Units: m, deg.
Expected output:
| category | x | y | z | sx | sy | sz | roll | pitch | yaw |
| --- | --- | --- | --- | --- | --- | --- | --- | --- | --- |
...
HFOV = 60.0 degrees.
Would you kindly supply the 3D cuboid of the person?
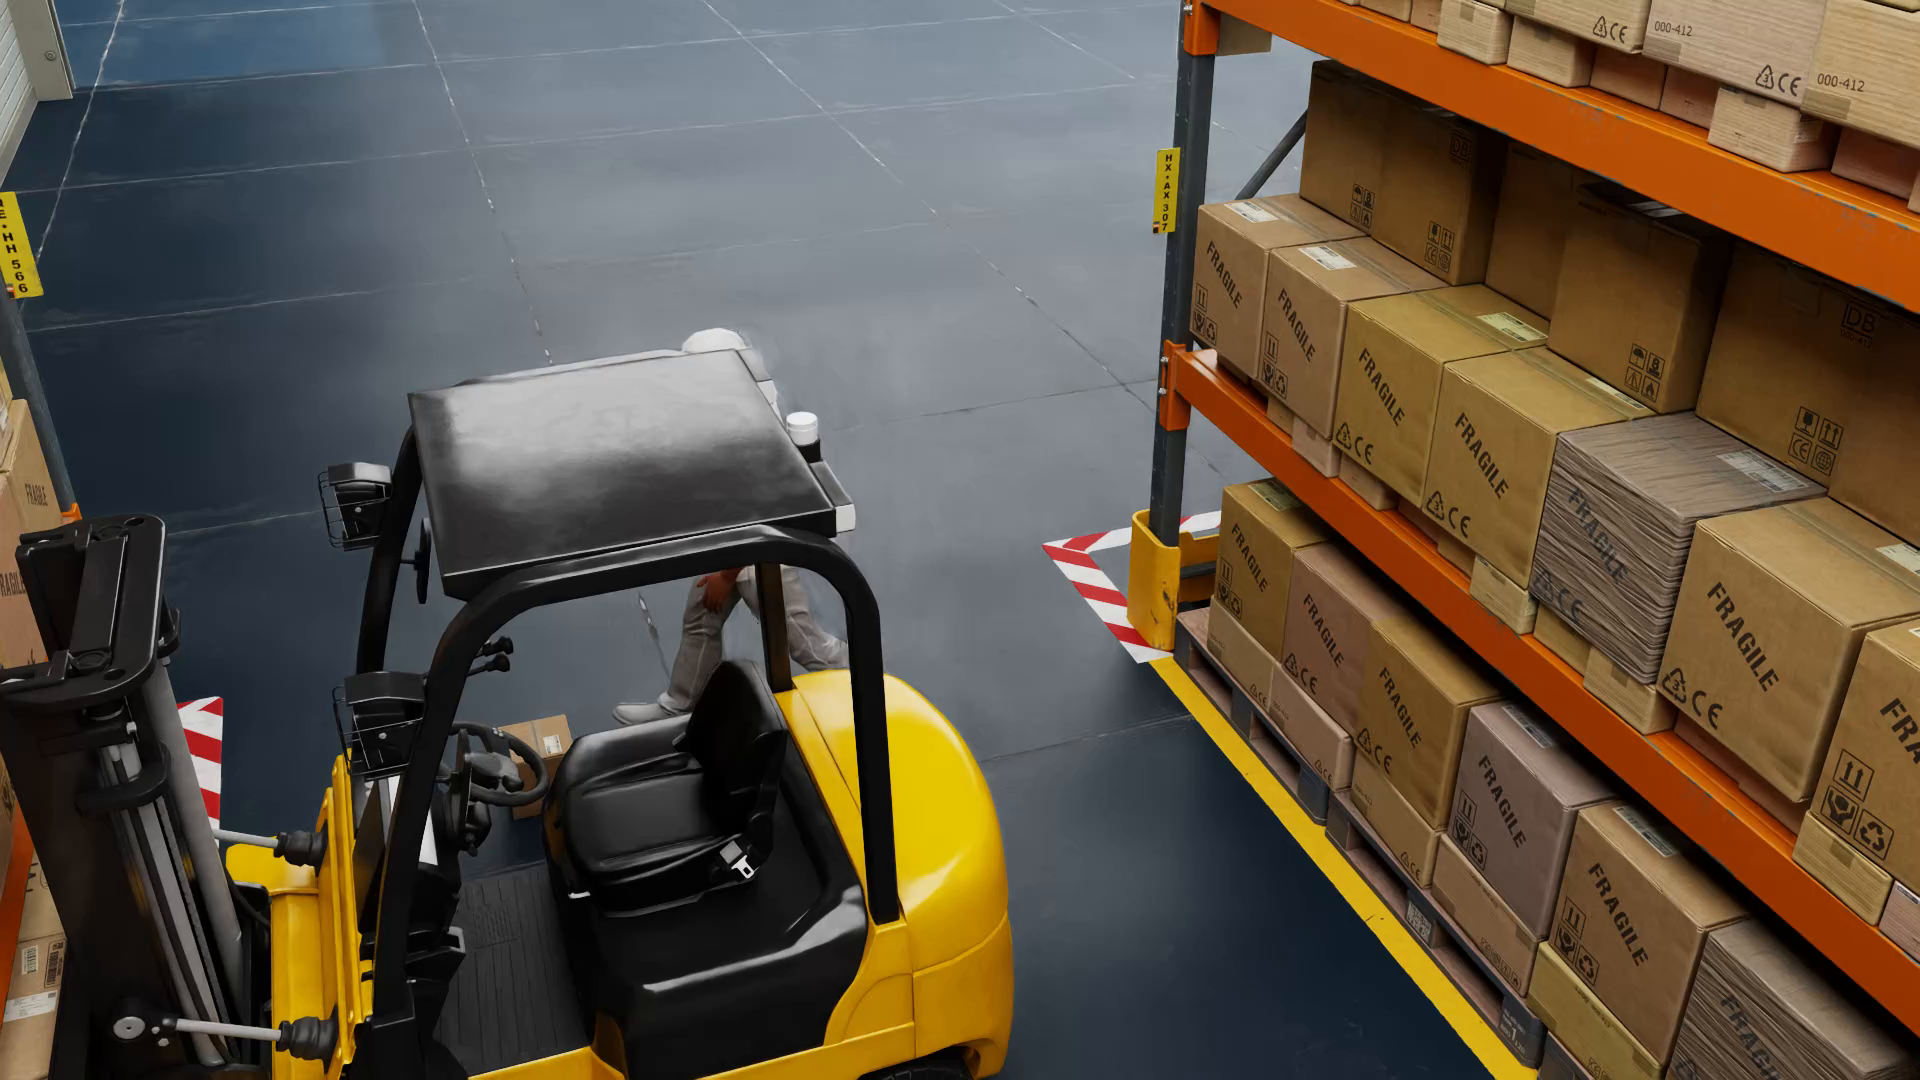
| category | x | y | z | sx | sy | sz | roll | pitch | yaw |
| --- | --- | --- | --- | --- | --- | --- | --- | --- | --- |
| person | -0.791 | 0.023 | 6.092 | 1.091 | 1.715 | 0.596 | -7 | 30 | -12 |
